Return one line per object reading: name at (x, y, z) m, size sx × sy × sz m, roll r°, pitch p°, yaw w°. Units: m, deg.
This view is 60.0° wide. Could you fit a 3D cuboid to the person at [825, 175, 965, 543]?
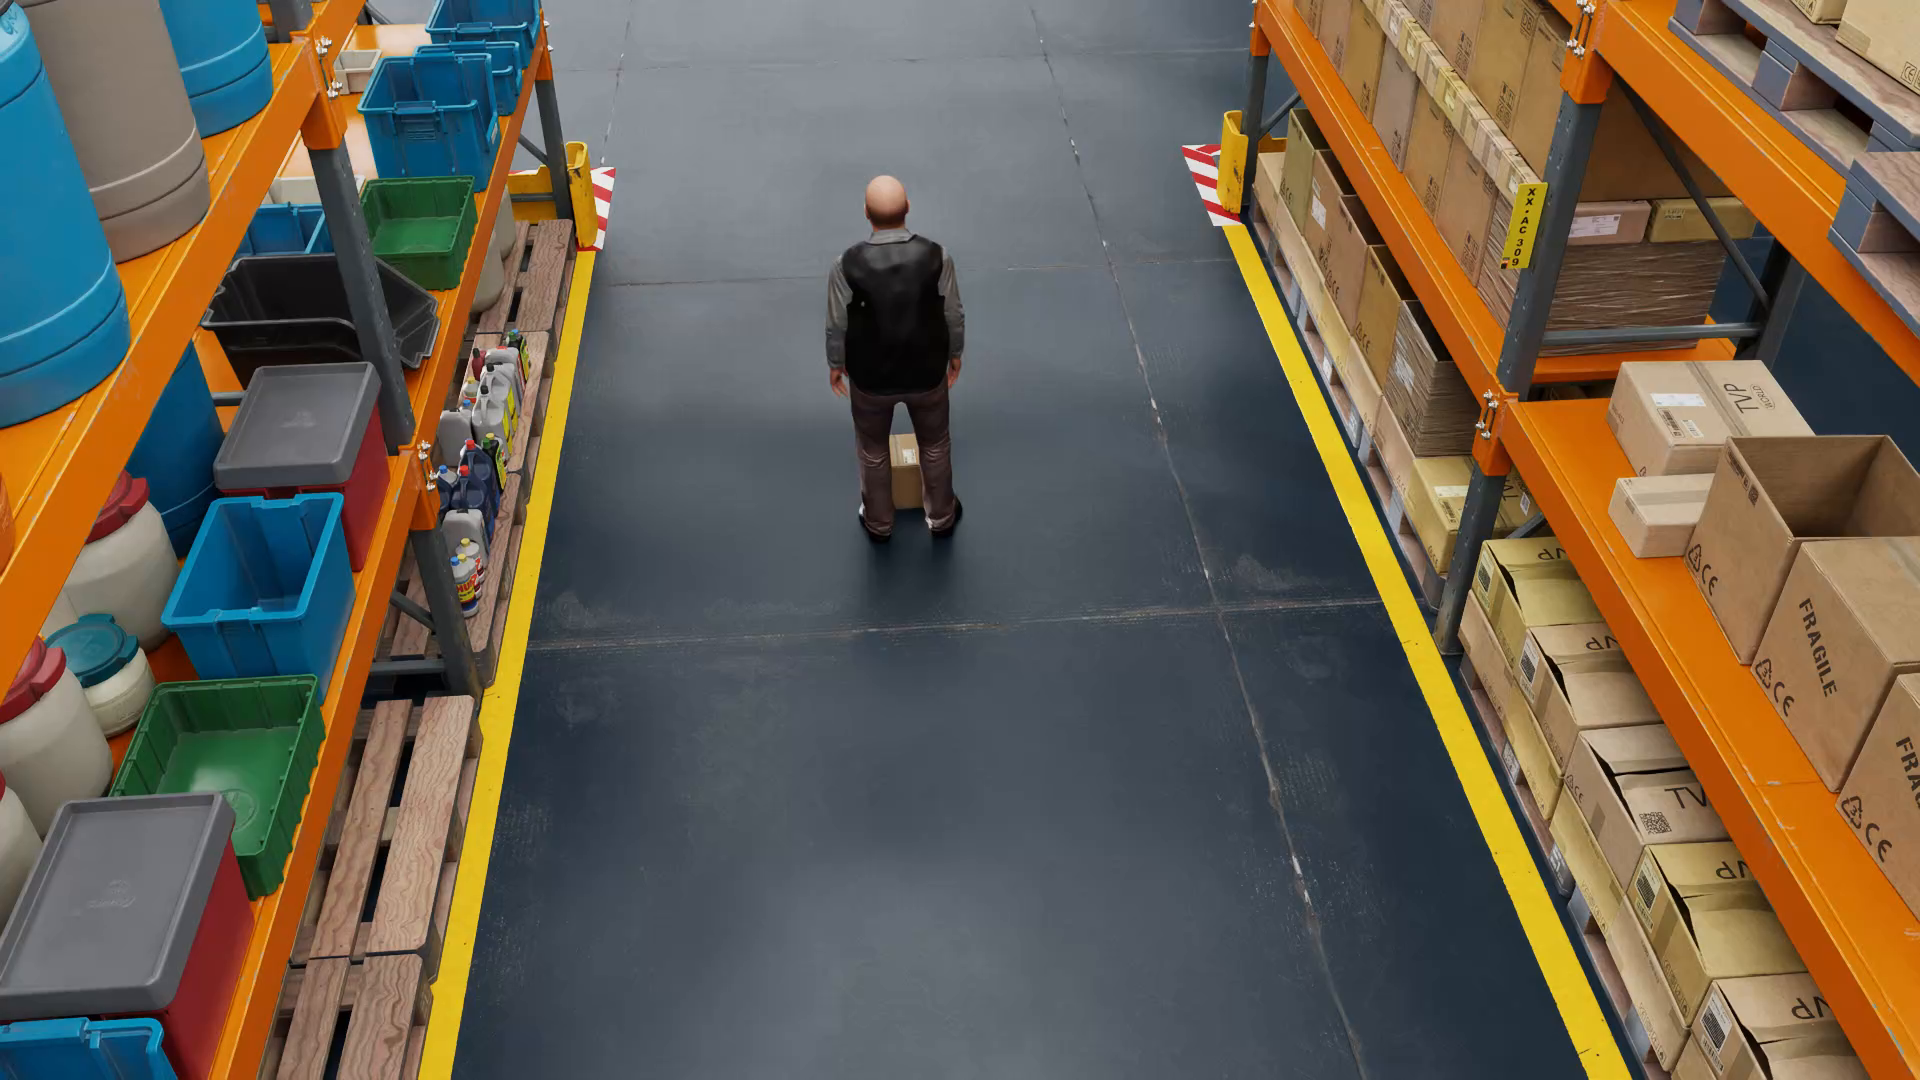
person at (-0.268, -0.715, 7.060) m, size 0.592 × 1.722 × 0.416 m, roll -5°, pitch 39°, yaw -6°
